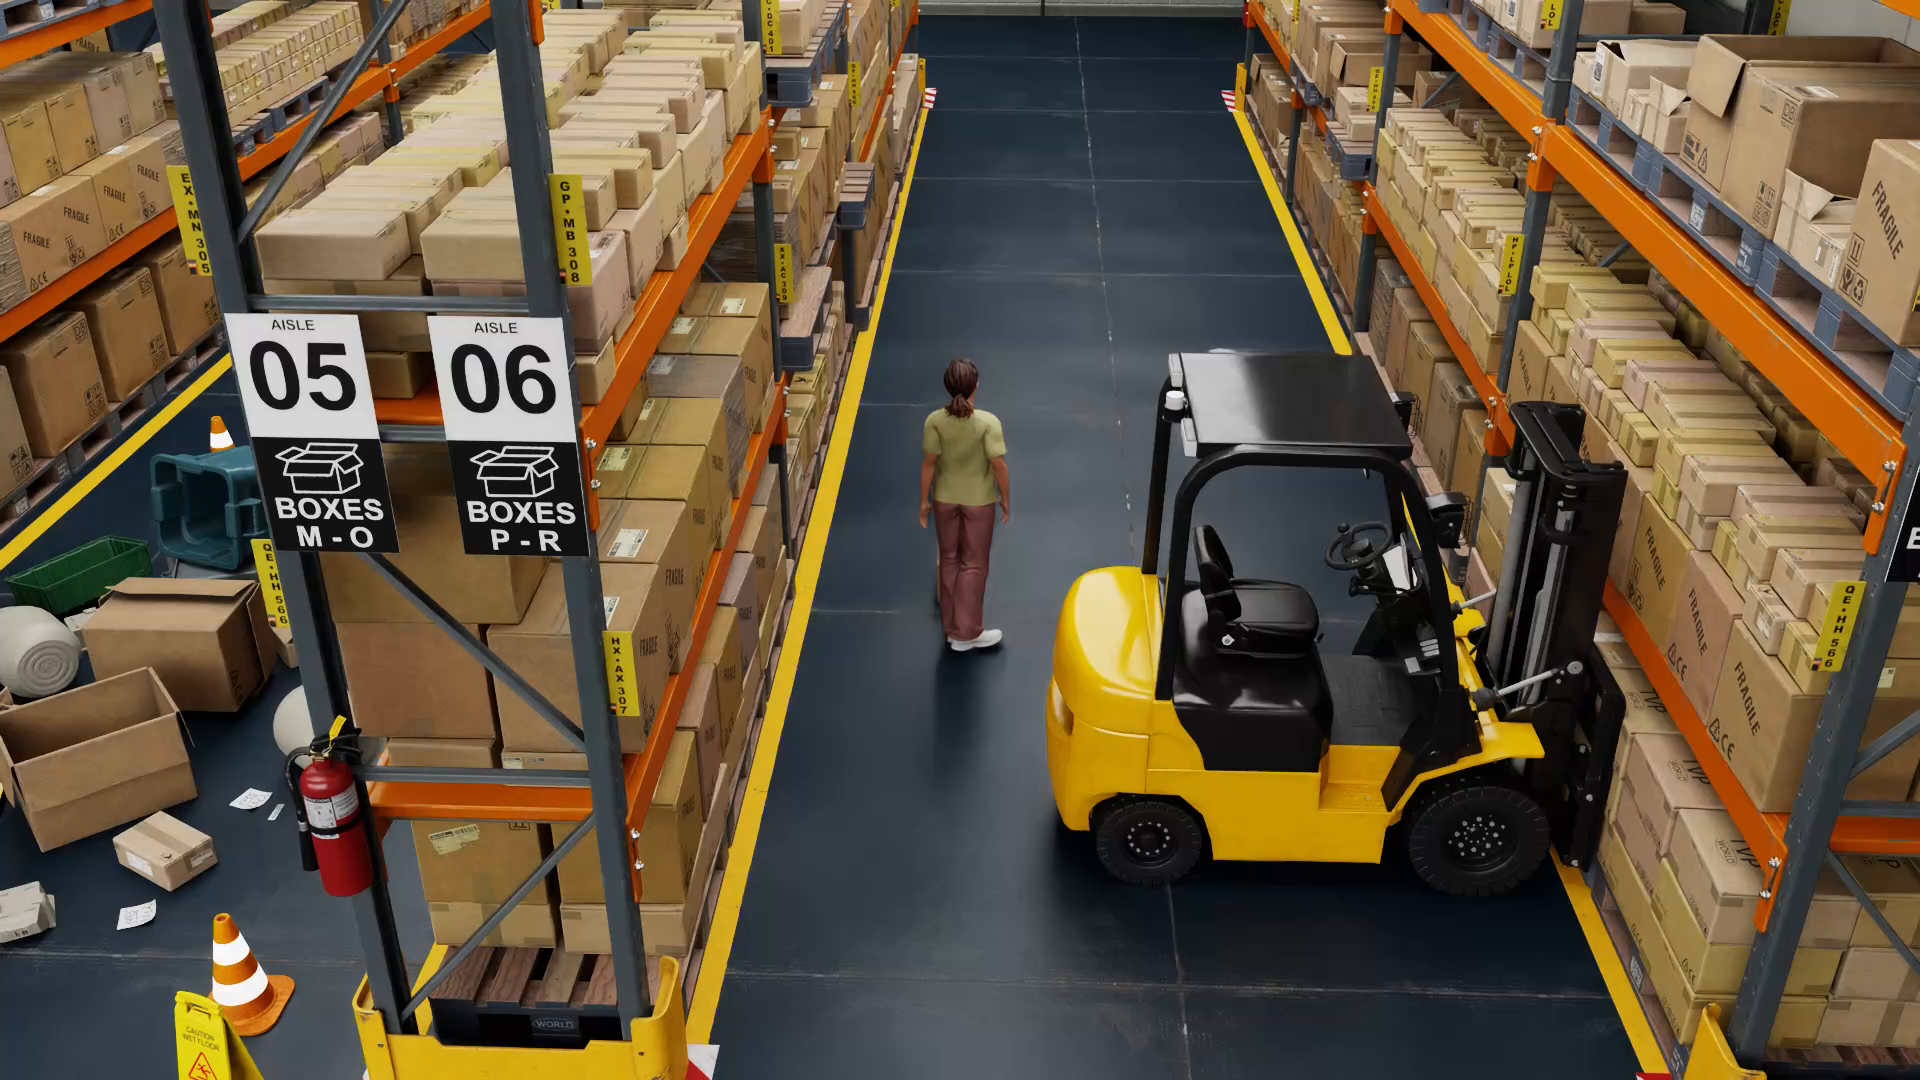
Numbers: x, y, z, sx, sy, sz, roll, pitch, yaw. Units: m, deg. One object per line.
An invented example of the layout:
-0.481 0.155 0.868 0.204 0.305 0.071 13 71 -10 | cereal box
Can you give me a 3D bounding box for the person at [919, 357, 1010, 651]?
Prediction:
0.029 -0.195 8.959 0.481 1.672 0.396 6 29 12 | person
